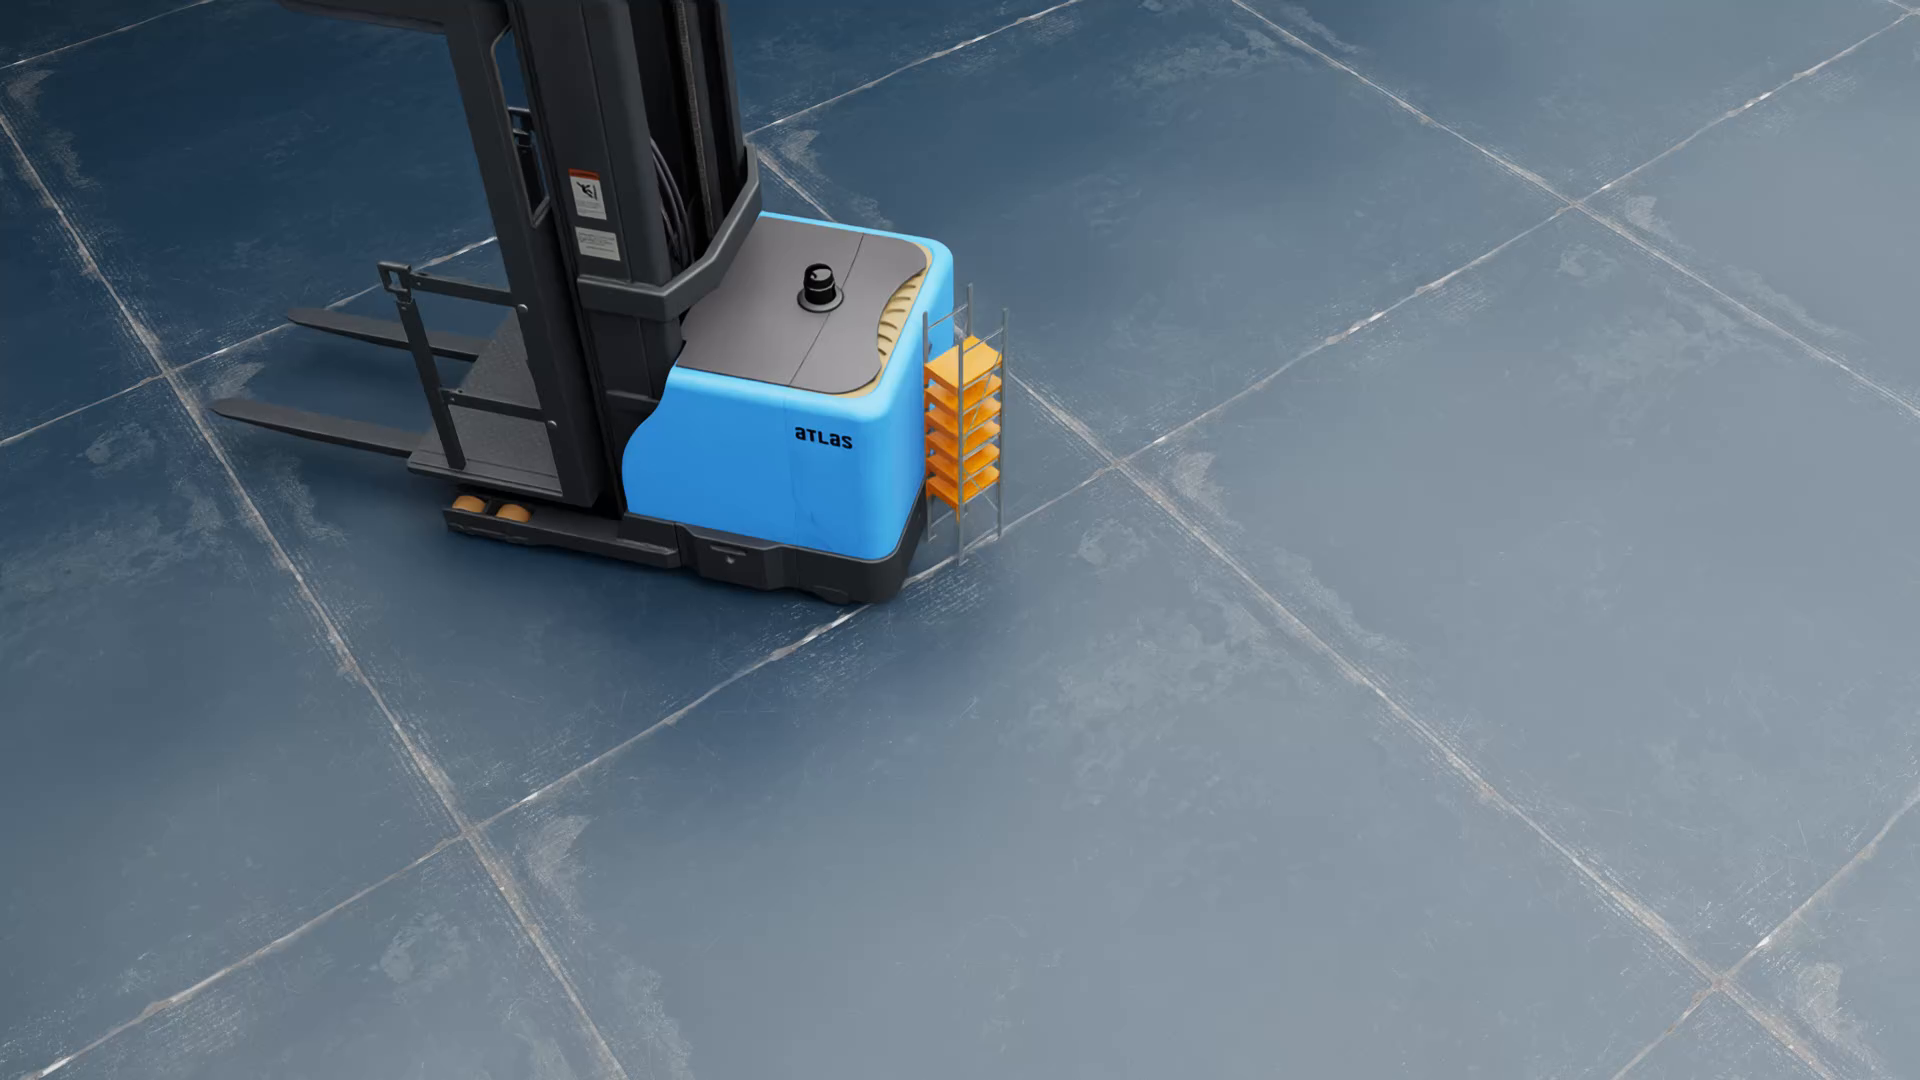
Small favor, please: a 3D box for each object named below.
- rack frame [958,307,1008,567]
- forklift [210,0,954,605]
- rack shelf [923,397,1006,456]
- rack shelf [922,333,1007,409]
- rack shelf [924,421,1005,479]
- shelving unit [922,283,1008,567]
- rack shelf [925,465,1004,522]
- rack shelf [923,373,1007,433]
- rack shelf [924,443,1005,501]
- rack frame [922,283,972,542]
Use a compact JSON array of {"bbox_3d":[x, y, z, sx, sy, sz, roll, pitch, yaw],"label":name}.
[{"bbox_3d":[0.081,-0.357,6.263,0.240,1.200,0.006,-35,57,-28],"label":"rack frame"},{"bbox_3d":[-1.587,-1.335,5.981,3.031,2.935,1.130,11,49,10],"label":"forklift"},{"bbox_3d":[0.018,-0.457,6.251,0.258,0.103,0.180,-35,57,-28],"label":"rack shelf"},{"bbox_3d":[0.018,-0.618,6.073,0.258,0.103,0.180,-35,57,-28],"label":"rack shelf"},{"bbox_3d":[0.018,-0.376,6.340,0.258,0.103,0.180,-35,57,-28],"label":"rack shelf"},{"bbox_3d":[0.018,-0.406,6.307,0.258,1.200,0.189,-35,57,-28],"label":"shelving unit"},{"bbox_3d":[0.018,-0.215,6.518,0.258,0.103,0.180,-35,57,-28],"label":"rack shelf"},{"bbox_3d":[0.018,-0.538,6.162,0.258,0.103,0.180,-35,57,-28],"label":"rack shelf"},{"bbox_3d":[0.018,-0.296,6.429,0.258,0.103,0.180,-35,57,-28],"label":"rack shelf"},{"bbox_3d":[-0.045,-0.455,6.352,0.240,1.200,0.006,-35,57,-28],"label":"rack frame"}]
